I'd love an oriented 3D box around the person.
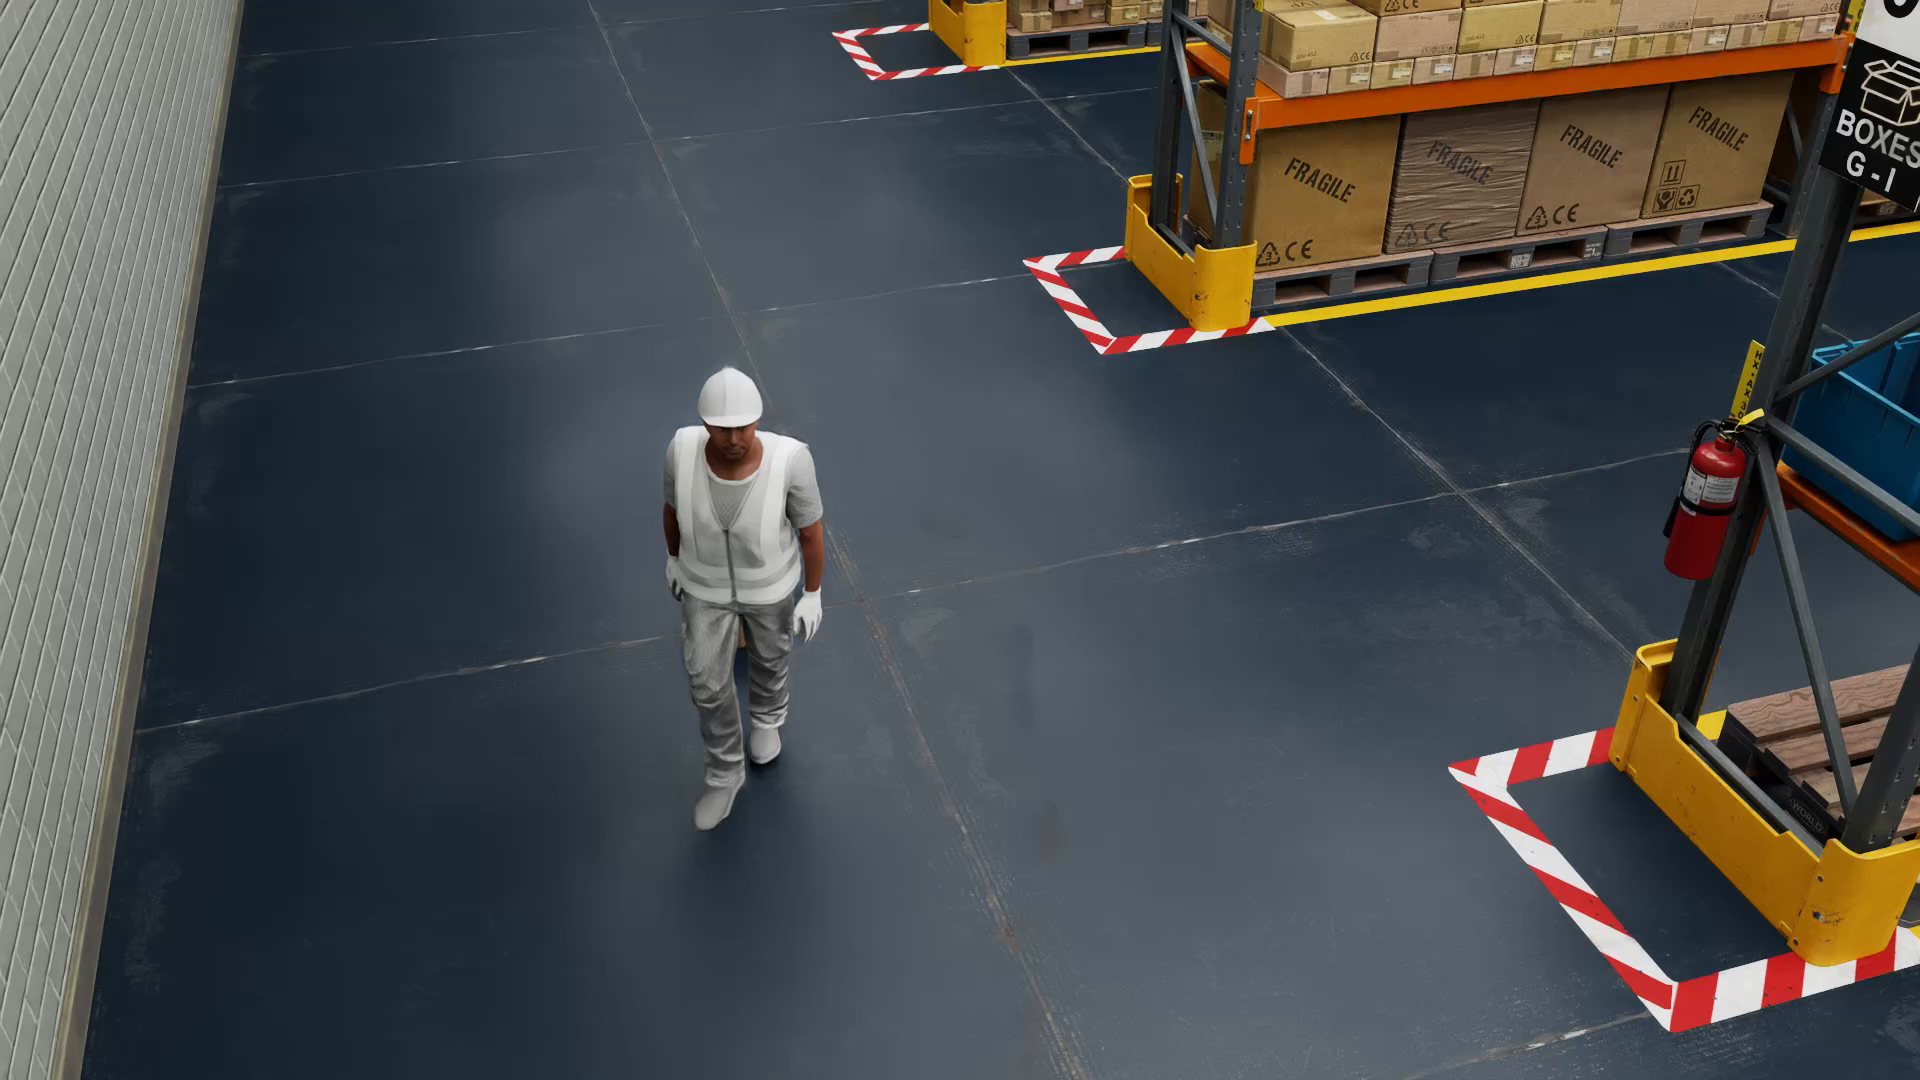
[{"bbox_3d":[-0.763,0.167,5.890,0.592,1.812,0.601,-1,34,-2],"label":"person"}]
